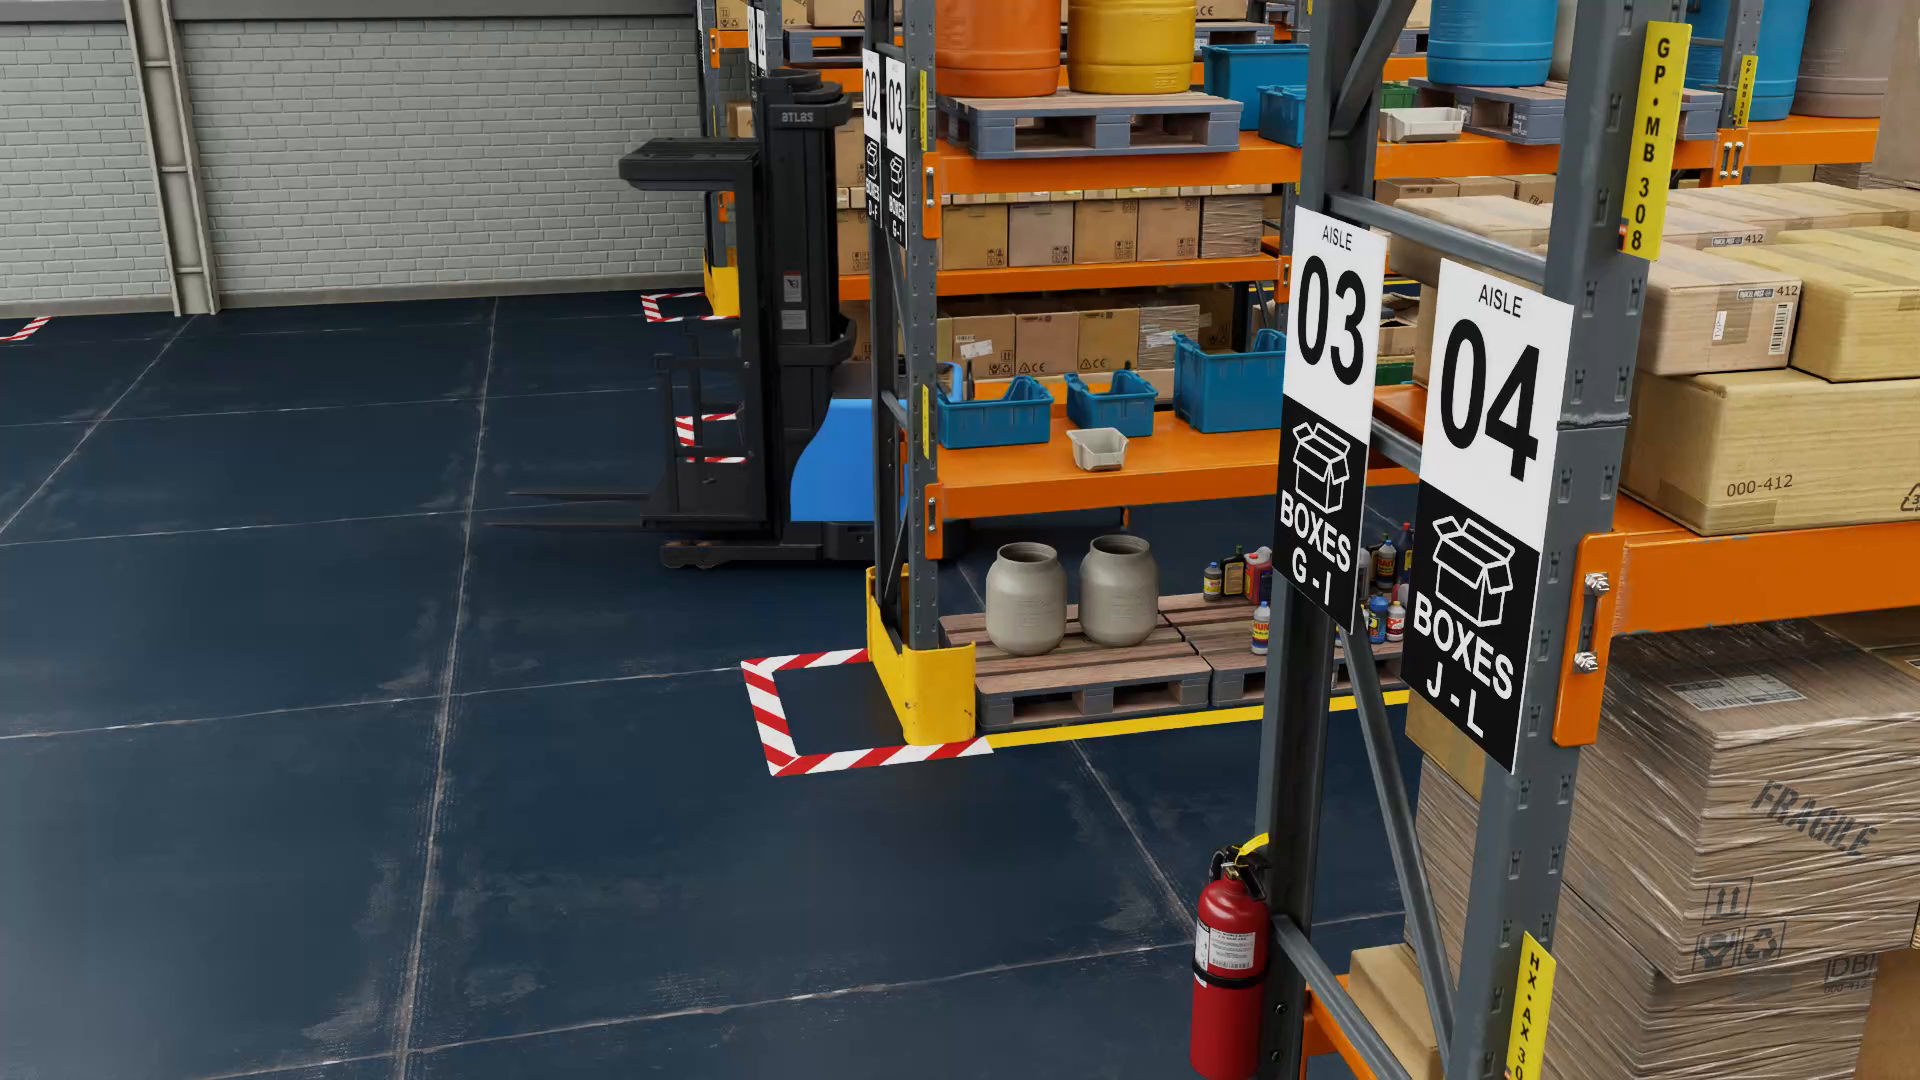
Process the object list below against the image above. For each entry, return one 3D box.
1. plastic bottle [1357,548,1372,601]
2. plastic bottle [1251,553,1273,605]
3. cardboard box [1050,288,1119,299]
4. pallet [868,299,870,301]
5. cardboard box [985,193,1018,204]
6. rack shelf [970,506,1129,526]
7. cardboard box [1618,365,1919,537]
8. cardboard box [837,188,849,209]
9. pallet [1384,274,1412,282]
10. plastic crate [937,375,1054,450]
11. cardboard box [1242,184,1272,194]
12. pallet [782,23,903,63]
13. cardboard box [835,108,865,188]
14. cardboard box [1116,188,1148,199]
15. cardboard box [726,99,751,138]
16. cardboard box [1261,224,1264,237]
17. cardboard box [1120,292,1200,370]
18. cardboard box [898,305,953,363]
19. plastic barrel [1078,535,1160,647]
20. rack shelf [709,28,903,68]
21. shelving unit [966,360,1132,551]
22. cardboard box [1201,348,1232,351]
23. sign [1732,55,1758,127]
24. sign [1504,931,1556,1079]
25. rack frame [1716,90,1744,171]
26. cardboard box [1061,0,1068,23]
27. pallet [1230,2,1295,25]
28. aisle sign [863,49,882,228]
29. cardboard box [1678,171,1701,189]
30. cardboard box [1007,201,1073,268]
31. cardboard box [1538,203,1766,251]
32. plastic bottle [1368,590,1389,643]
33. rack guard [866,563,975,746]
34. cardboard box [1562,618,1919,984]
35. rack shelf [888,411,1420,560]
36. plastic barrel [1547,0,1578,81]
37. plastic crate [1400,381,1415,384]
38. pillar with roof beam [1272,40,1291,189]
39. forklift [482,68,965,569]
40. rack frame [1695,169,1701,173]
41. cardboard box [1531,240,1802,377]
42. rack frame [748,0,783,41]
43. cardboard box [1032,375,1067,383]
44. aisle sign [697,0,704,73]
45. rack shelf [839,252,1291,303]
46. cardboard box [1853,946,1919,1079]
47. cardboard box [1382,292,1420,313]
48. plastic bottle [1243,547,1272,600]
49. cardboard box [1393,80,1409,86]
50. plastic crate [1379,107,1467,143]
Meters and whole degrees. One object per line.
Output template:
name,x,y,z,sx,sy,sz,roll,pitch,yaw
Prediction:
plastic bottle,2.195,0.188,9.261,0.135,0.276,0.152,-5,21,-12
plastic bottle,1.686,0.212,9.183,0.133,0.283,0.061,-5,21,-12
cardboard box,0.983,-1.811,13.695,0.500,0.500,0.500,-5,21,-12
pallet,-0.500,-2.750,18.014,1.213,0.211,1.003,-5,21,-12
cardboard box,0.271,-2.661,12.628,0.250,0.149,0.380,-5,21,-13
rack shelf,0.568,-0.312,10.742,1.000,0.278,0.538,0,20,1
cardboard box,1.391,-0.221,2.914,0.500,0.250,0.500,-4,21,-11
cardboard box,-0.982,-2.558,12.348,0.250,0.149,0.380,-5,21,-13
pallet,4.467,-3.168,19.156,1.213,0.211,1.003,-5,21,-12
plastic crate,0.141,-0.659,8.469,0.616,0.251,0.499,-5,21,-12
cardboard box,2.264,-2.822,13.070,0.250,0.149,0.380,-5,21,-13
pallet,-0.720,-3.662,12.217,1.213,0.211,1.003,-5,21,-12
cardboard box,-0.905,-2.940,12.449,0.500,0.500,0.700,-5,21,-12
cardboard box,1.273,-2.742,12.852,0.250,0.149,0.380,-5,21,-13
cardboard box,-2.147,-4.305,17.304,0.500,0.500,0.500,-5,21,-13
cardboard box,3.045,-3.403,18.738,0.500,0.500,0.700,-4,21,-12
cardboard box,1.589,-1.677,13.328,0.500,0.500,0.500,-5,21,-12
cardboard box,-0.354,-1.514,12.883,0.500,0.500,0.500,-5,21,-12
plastic barrel,0.833,0.265,8.738,0.421,0.512,0.421,0,20,0
rack shelf,-0.611,-5.134,17.155,4.000,0.370,1.077,-5,21,-12
shelving unit,0.568,-0.542,10.658,1.048,1.125,0.538,0,20,1
cardboard box,1.958,-1.535,14.031,0.500,0.250,0.500,-5,21,-12
sign,3.731,-2.133,7.904,0.005,0.325,0.100,-5,21,-12
sign,0.987,0.844,2.891,0.005,0.325,0.100,-5,21,-12
rack frame,3.615,-0.906,8.926,0.127,3.000,1.000,-5,21,-12
cardboard box,0.847,-4.196,12.583,0.637,0.503,0.797,-2,20,-6
pallet,2.969,-5.639,17.758,1.003,0.211,1.213,-5,21,-12
aisle sign,-0.416,-1.904,7.871,0.004,0.787,0.394,-5,21,-12
cardboard box,8.518,-3.948,19.746,0.750,0.750,0.750,-4,21,-12
cardboard box,0.550,-2.451,12.998,0.500,0.500,0.700,-4,21,-11
cardboard box,1.341,-0.564,3.271,0.250,0.149,0.380,-5,21,-14
plastic bottle,2.187,0.395,8.702,0.097,0.271,0.097,0,20,0
rack guard,-0.214,0.563,8.551,0.348,0.500,1.175,-5,21,-12
cardboard box,1.460,0.460,3.165,0.500,0.500,0.500,-5,21,-12
rack shelf,1.669,-0.410,8.618,4.000,0.370,1.077,-5,21,-12
plastic barrel,3.151,-2.596,8.405,0.421,0.512,0.421,0,20,0
plastic crate,2.601,-0.657,8.465,0.616,0.251,0.499,-5,21,-12
pillar with roof beam,4.755,-6.101,14.387,0.400,9.000,9.100,-5,21,-12
forklift,-1.486,-1.378,10.315,3.031,2.935,1.130,0,20,1
rack frame,9.121,-4.855,19.708,0.127,3.000,1.000,-5,21,-12
cardboard box,1.183,-0.401,2.825,0.250,0.149,0.380,-5,21,-13
rack frame,-1.414,-5.064,11.557,0.127,3.000,1.000,-5,21,-12
cardboard box,0.620,-1.240,13.225,0.500,0.250,0.500,-5,21,-12
aisle sign,-2.558,-5.020,16.378,0.004,0.787,0.394,-5,21,-12
rack shelf,0.533,-2.068,13.145,4.000,0.370,1.077,-5,21,-12
cardboard box,1.863,0.768,3.779,0.500,0.500,0.875,-5,21,-12
cardboard box,3.798,-1.943,14.331,0.500,0.311,0.500,-5,21,-13
plastic bottle,1.661,0.180,9.282,0.135,0.276,0.152,-4,21,-12
cardboard box,4.899,-5.059,18.537,0.250,0.149,0.380,-7,21,-20
plastic crate,2.146,-1.928,7.739,0.396,0.136,0.243,-5,21,-12
